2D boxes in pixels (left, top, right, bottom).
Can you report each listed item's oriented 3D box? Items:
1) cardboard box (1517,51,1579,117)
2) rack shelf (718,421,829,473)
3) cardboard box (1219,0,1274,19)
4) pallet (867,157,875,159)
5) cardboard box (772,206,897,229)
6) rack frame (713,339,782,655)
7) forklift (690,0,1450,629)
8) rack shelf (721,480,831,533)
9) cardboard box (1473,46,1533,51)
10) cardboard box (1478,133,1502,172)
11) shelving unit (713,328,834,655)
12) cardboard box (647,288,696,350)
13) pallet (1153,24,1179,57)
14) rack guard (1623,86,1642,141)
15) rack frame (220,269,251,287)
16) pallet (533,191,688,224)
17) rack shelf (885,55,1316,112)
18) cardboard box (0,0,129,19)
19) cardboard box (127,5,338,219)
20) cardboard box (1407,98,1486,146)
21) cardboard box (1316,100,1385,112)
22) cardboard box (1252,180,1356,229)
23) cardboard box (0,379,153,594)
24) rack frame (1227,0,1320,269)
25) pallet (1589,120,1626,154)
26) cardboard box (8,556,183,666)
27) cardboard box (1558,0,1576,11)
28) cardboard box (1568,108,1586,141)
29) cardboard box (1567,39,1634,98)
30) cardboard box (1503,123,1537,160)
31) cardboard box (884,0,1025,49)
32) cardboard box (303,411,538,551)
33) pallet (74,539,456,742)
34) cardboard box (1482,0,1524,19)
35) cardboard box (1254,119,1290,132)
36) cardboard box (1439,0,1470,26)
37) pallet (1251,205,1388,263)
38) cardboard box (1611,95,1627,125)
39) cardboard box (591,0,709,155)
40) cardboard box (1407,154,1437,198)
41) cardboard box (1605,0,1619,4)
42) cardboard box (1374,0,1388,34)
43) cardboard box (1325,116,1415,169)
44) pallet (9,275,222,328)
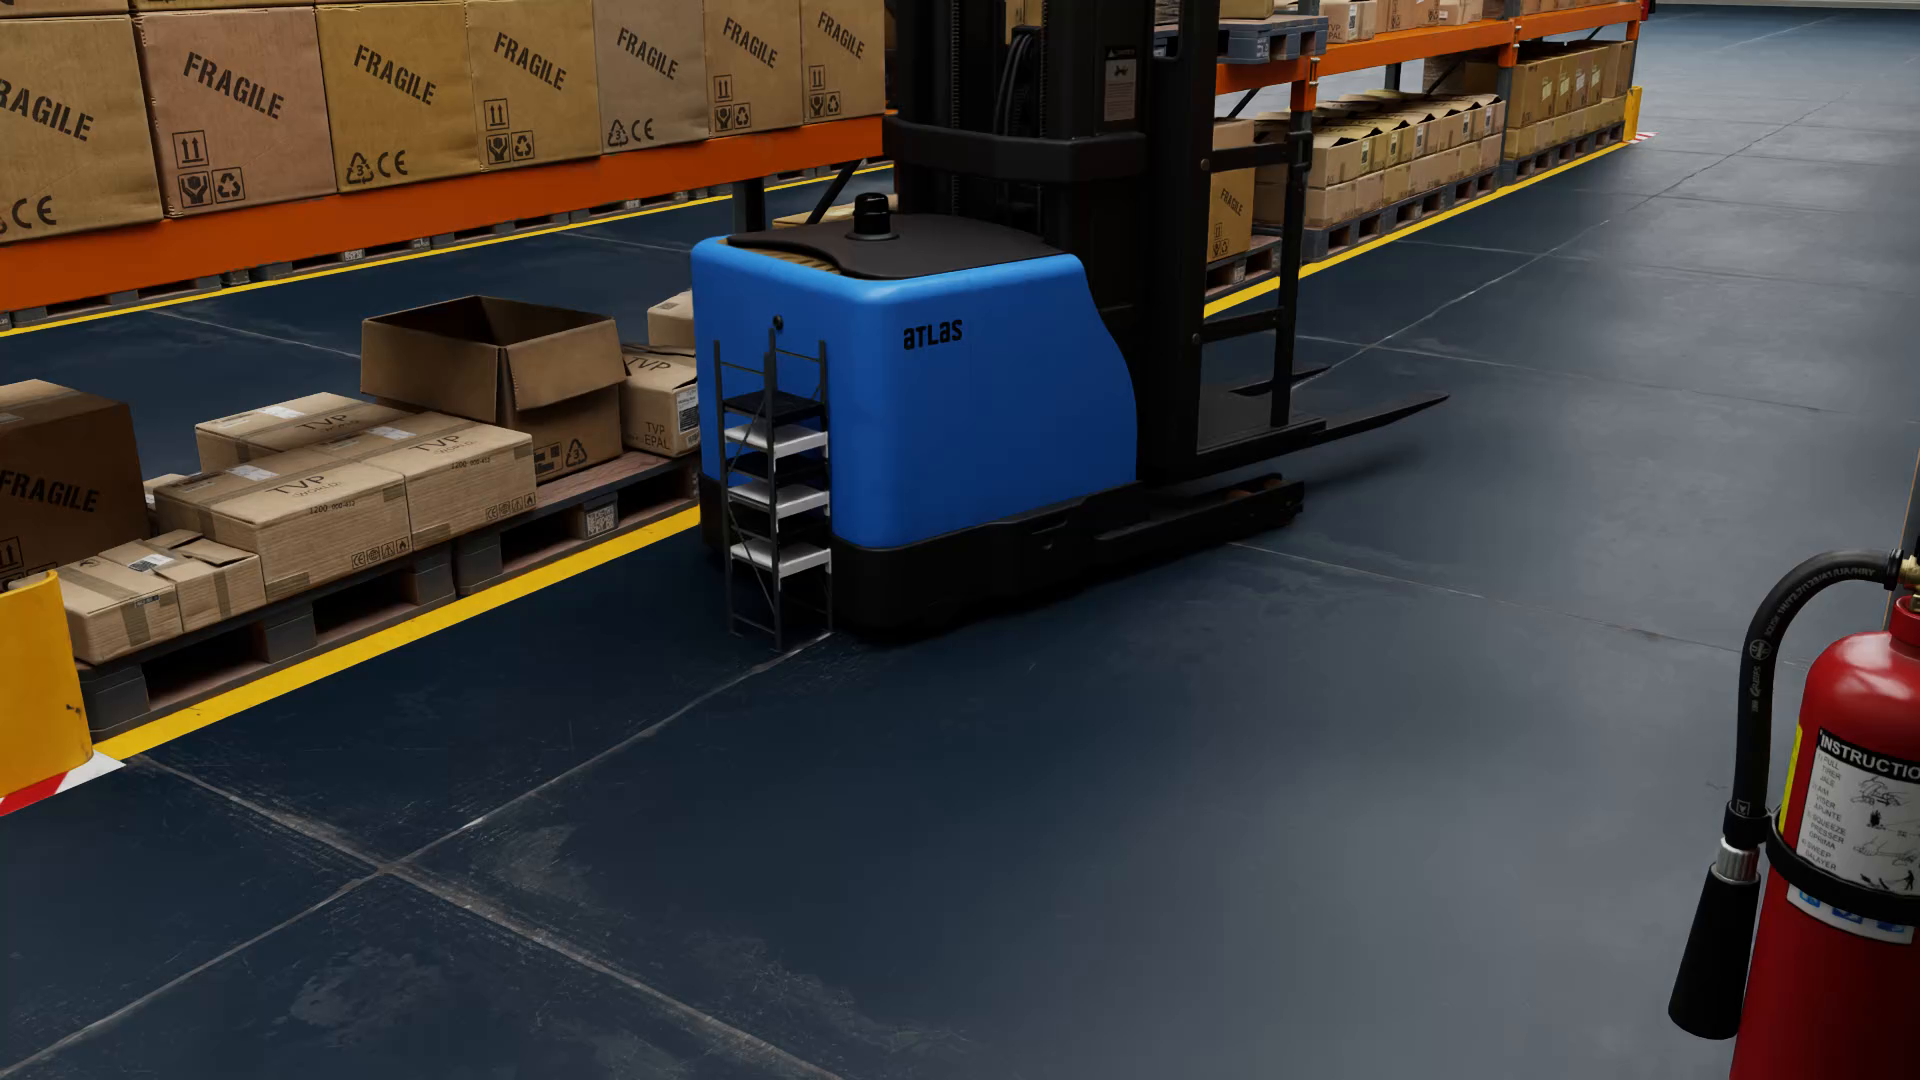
[{"bbox_3d":[5.010,-3.956,14.413,0.500,0.500,0.500,13,24,32],"label":"cardboard box"},{"bbox_3d":[-0.538,-0.279,4.800,0.258,0.077,0.200,18,27,41],"label":"rack shelf"},{"bbox_3d":[1.419,-3.231,9.428,0.700,0.500,0.500,5,21,14],"label":"cardboard box"},{"bbox_3d":[-0.576,-3.764,15.637,1.003,0.211,1.213,13,24,32],"label":"pallet"},{"bbox_3d":[-0.529,-1.274,7.854,0.500,0.500,0.500,13,24,32],"label":"cardboard box"},{"bbox_3d":[-0.609,-0.116,4.782,0.240,0.900,0.006,18,27,41],"label":"rack frame"},{"bbox_3d":[0.597,-1.510,5.623,3.031,2.935,1.130,-16,26,-36],"label":"forklift"},{"bbox_3d":[-0.538,-0.111,4.863,0.258,0.077,0.200,18,27,41],"label":"rack shelf"},{"bbox_3d":[4.846,-4.204,15.084,0.500,0.500,0.500,13,24,32],"label":"cardboard box"},{"bbox_3d":[3.935,-3.070,13.098,0.500,0.250,0.500,13,24,31],"label":"cardboard box"},{"bbox_3d":[-0.538,-0.142,4.851,0.258,0.900,0.210,18,27,41],"label":"shelving unit"},{"bbox_3d":[-0.984,-0.910,7.142,0.500,0.311,0.500,13,24,32],"label":"cardboard box"},{"bbox_3d":[0.590,-2.541,8.588,1.003,0.211,1.213,13,24,32],"label":"pallet"},{"bbox_3d":[6.190,-4.320,16.723,1.175,0.500,0.348,13,24,32],"label":"rack guard"},{"bbox_3d":[-4.663,-3.010,9.577,1.000,3.000,0.127,13,24,32],"label":"rack frame"},{"bbox_3d":[-2.824,-2.615,12.530,1.003,0.211,1.213,13,24,32],"label":"pallet"},{"bbox_3d":[0.555,-2.279,8.639,1.077,0.370,4.000,13,24,32],"label":"rack shelf"},{"bbox_3d":[-2.350,-1.487,3.875,0.500,0.500,0.500,14,25,33],"label":"cardboard box"},{"bbox_3d":[-2.064,-1.167,4.451,0.500,0.500,0.500,13,24,31],"label":"cardboard box"},{"bbox_3d":[3.650,-3.186,12.603,0.500,0.311,0.500,14,25,33],"label":"cardboard box"},{"bbox_3d":[2.914,-3.147,12.498,0.500,0.311,0.500,12,24,30],"label":"cardboard box"},{"bbox_3d":[2.217,-2.191,10.721,0.500,0.250,0.500,13,24,32],"label":"cardboard box"},{"bbox_3d":[-2.716,-0.133,4.769,0.500,0.500,0.500,13,24,32],"label":"cardboard box"},{"bbox_3d":[1.680,-3.190,10.066,1.000,3.000,0.127,13,24,32],"label":"rack frame"},{"bbox_3d":[5.782,-3.950,16.140,1.003,0.211,1.213,13,24,32],"label":"pallet"},{"bbox_3d":[-2.298,0.183,4.422,0.380,0.149,0.250,13,24,32],"label":"cardboard box"},{"bbox_3d":[5.036,-4.956,14.696,0.700,0.500,0.500,14,25,33],"label":"cardboard box"},{"bbox_3d":[5.286,-3.749,14.934,0.500,0.250,0.500,13,24,32],"label":"cardboard box"},{"bbox_3d":[6.121,-4.533,15.972,0.500,0.500,0.500,13,24,32],"label":"cardboard box"},{"bbox_3d":[4.440,-3.319,13.772,0.500,0.250,0.500,13,24,32],"label":"cardboard box"},{"bbox_3d":[-0.118,-2.379,7.122,0.700,0.500,0.500,5,21,14],"label":"cardboard box"},{"bbox_3d":[-1.715,-0.199,5.309,0.500,0.250,0.500,13,24,32],"label":"cardboard box"},{"bbox_3d":[-2.327,0.162,5.022,1.003,0.211,1.213,13,24,32],"label":"pallet"},{"bbox_3d":[4.172,-4.513,13.499,0.700,0.500,0.500,13,24,30],"label":"cardboard box"},{"bbox_3d":[2.057,-2.709,11.315,0.500,0.311,0.500,13,24,31],"label":"cardboard box"},{"bbox_3d":[3.586,-3.987,12.413,0.396,0.266,0.258,13,24,31],"label":"cardboard box"},{"bbox_3d":[2.175,-2.111,11.167,1.003,0.211,1.213,13,24,32],"label":"pallet"},{"bbox_3d":[6.120,-4.181,16.104,0.500,0.250,0.500,13,24,32],"label":"cardboard box"},{"bbox_3d":[-1.213,-1.600,5.622,0.500,0.500,0.500,14,24,33],"label":"cardboard box"},{"bbox_3d":[3.075,-2.632,11.916,0.500,0.250,0.500,14,24,33],"label":"cardboard box"},{"bbox_3d":[5.904,-5.401,15.898,0.700,0.500,0.500,13,24,32],"label":"cardboard box"},{"bbox_3d":[2.609,-3.722,11.358,0.500,0.500,0.500,12,23,29],"label":"cardboard box"},{"bbox_3d":[2.794,-2.752,11.430,0.500,0.311,0.500,13,24,30],"label":"cardboard box"},{"bbox_3d":[-5.045,-1.483,9.470,1.003,0.211,1.213,13,24,32],"label":"pallet"}]
